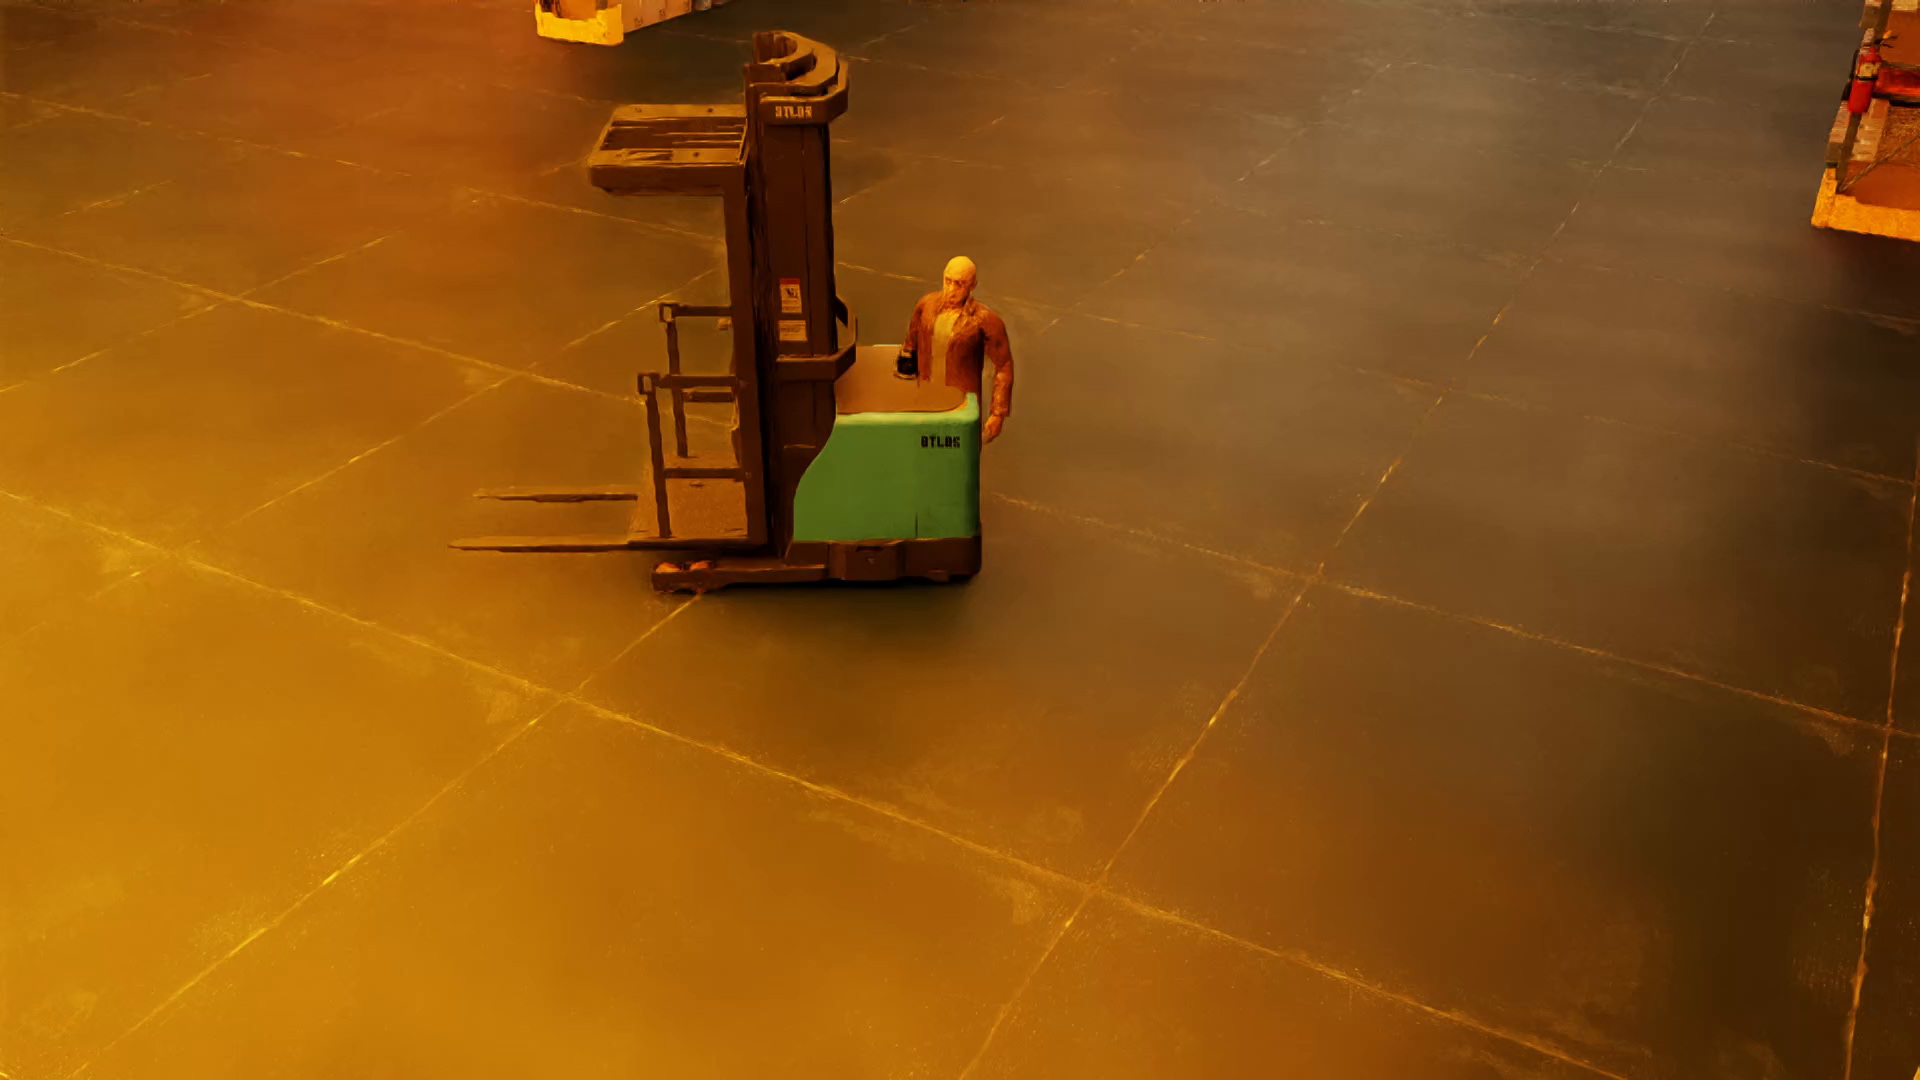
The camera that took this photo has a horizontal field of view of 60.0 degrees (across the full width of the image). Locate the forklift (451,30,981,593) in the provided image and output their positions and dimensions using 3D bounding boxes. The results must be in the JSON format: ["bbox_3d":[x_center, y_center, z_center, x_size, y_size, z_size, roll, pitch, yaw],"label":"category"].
[{"bbox_3d":[-1.411,-1.239,9.217,3.031,2.935,1.130,-1,30,-2],"label":"forklift"}]

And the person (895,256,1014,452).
[{"bbox_3d":[-0.109,-0.727,9.420,0.790,1.757,0.557,15,33,24],"label":"person"}]
